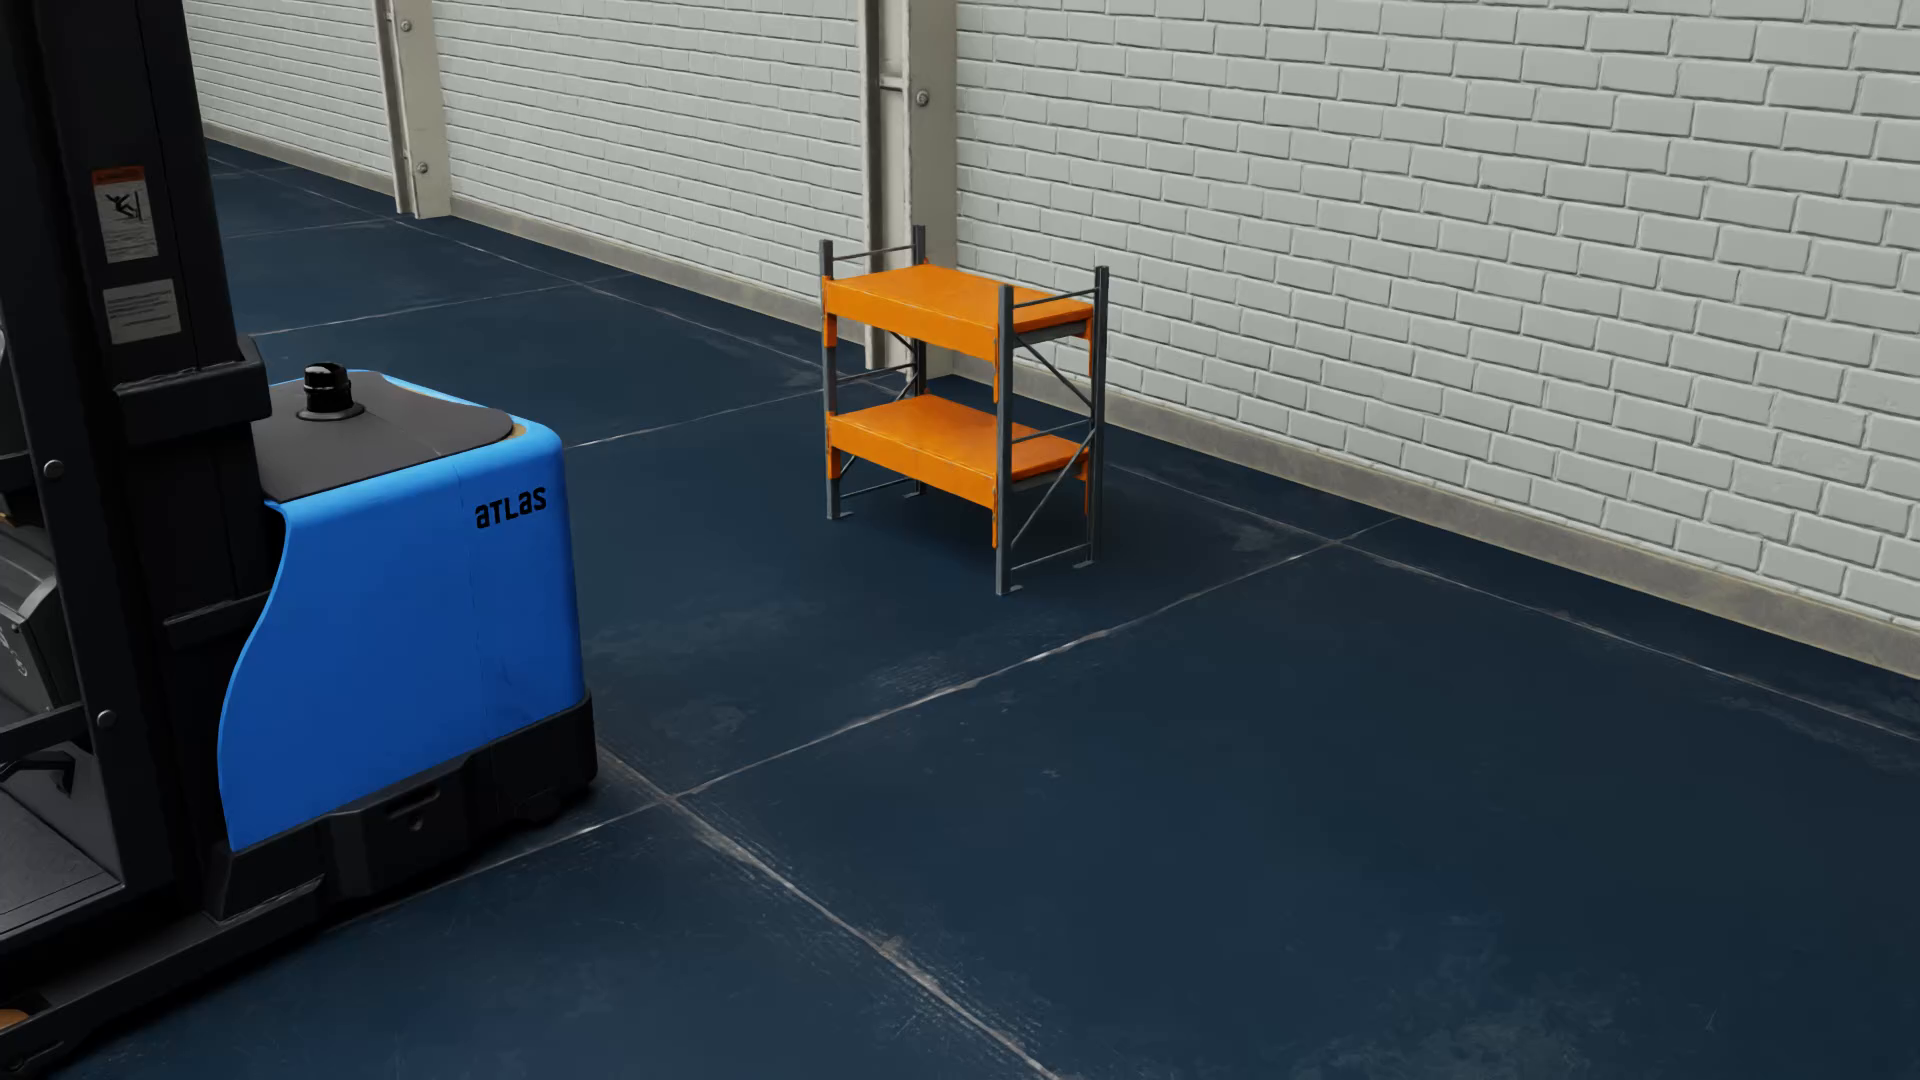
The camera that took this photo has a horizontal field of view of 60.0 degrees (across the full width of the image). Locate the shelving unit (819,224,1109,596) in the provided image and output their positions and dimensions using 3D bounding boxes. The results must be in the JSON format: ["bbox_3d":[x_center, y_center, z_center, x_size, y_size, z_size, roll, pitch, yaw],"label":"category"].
[{"bbox_3d":[-0.004,-0.526,6.284,0.538,1.125,1.048,-17,27,-37],"label":"shelving unit"}]

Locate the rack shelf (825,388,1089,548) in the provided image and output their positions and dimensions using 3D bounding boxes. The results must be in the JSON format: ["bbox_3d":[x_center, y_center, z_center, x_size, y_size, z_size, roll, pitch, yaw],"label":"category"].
[{"bbox_3d":[-0.004,-0.298,6.373,0.538,0.278,1.000,-17,27,-37],"label":"rack shelf"}]

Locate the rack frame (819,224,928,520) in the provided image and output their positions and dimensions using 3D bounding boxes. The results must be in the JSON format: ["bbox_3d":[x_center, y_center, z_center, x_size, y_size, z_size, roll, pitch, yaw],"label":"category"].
[{"bbox_3d":[-0.336,-0.666,6.642,0.500,1.125,0.032,-17,27,-37],"label":"rack frame"}]

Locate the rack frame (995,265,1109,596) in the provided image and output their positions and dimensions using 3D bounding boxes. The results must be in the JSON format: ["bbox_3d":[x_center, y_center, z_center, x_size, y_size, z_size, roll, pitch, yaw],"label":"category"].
[{"bbox_3d":[0.327,-0.385,5.925,0.500,1.125,0.032,-17,27,-37],"label":"rack frame"}]

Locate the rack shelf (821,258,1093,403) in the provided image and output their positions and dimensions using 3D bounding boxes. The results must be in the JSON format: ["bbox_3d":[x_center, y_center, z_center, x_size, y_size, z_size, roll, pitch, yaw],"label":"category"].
[{"bbox_3d":[-0.004,-0.798,6.177,0.538,0.278,1.000,-17,27,-37],"label":"rack shelf"}]

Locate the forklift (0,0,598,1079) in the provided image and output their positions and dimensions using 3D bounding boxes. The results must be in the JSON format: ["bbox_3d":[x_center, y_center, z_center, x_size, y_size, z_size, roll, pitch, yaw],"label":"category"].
[{"bbox_3d":[-2.344,-0.354,3.368,1.130,2.935,3.031,17,27,37],"label":"forklift"}]

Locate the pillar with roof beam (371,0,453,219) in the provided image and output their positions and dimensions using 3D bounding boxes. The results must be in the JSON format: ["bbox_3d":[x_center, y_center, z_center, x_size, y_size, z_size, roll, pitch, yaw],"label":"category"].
[{"bbox_3d":[-7.436,-5.720,8.749,9.100,9.000,0.400,-17,27,-37],"label":"pillar with roof beam"}]

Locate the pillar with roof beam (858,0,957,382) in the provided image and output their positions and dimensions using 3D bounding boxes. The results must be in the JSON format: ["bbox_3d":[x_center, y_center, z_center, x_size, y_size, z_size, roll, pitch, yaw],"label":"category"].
[{"bbox_3d":[-3.519,-4.062,4.517,9.100,9.000,0.400,-17,27,-37],"label":"pillar with roof beam"}]
